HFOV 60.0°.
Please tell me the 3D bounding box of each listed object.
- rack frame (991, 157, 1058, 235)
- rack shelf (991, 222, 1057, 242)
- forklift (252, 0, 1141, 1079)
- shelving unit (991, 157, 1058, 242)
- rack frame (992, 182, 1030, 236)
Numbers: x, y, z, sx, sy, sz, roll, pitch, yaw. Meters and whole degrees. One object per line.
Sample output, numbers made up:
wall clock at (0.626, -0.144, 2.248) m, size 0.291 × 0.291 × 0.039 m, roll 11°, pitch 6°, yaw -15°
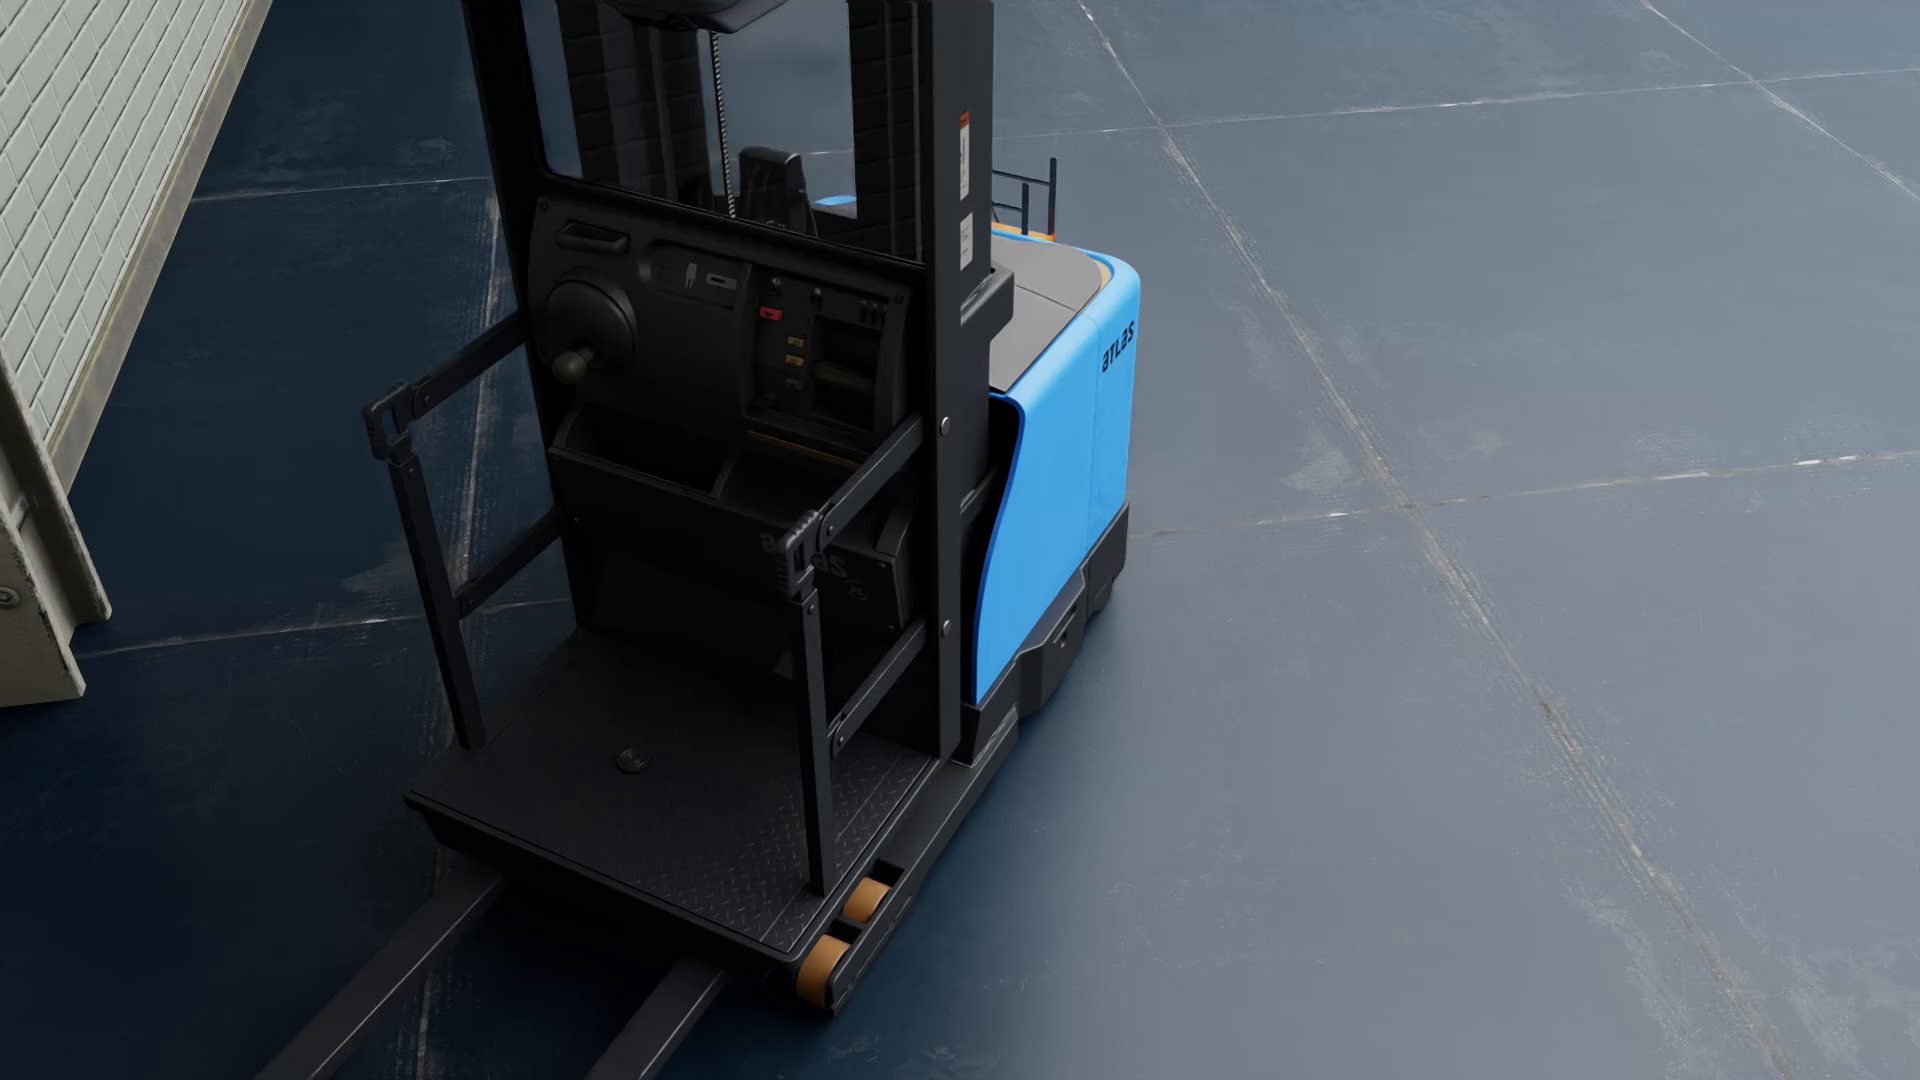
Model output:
rack frame at (0.167, -0.633, 5.087) m, size 0.240 × 1.200 × 0.006 m, roll 17°, pitch 41°, yaw 21°
rack shelf at (0.125, -0.832, 4.829) m, size 0.258 × 0.103 × 0.180 m, roll 17°, pitch 41°, yaw 21°
forklift at (-0.620, -0.389, 3.362) m, size 1.130 × 2.935 × 3.031 m, roll 17°, pitch 41°, yaw 21°
shelving unit at (0.125, -0.583, 5.022) m, size 0.258 × 1.200 × 0.189 m, roll 17°, pitch 41°, yaw 21°
rack frame at (0.083, -0.533, 4.958) m, size 0.240 × 1.200 × 0.006 m, roll 17°, pitch 41°, yaw 21°
